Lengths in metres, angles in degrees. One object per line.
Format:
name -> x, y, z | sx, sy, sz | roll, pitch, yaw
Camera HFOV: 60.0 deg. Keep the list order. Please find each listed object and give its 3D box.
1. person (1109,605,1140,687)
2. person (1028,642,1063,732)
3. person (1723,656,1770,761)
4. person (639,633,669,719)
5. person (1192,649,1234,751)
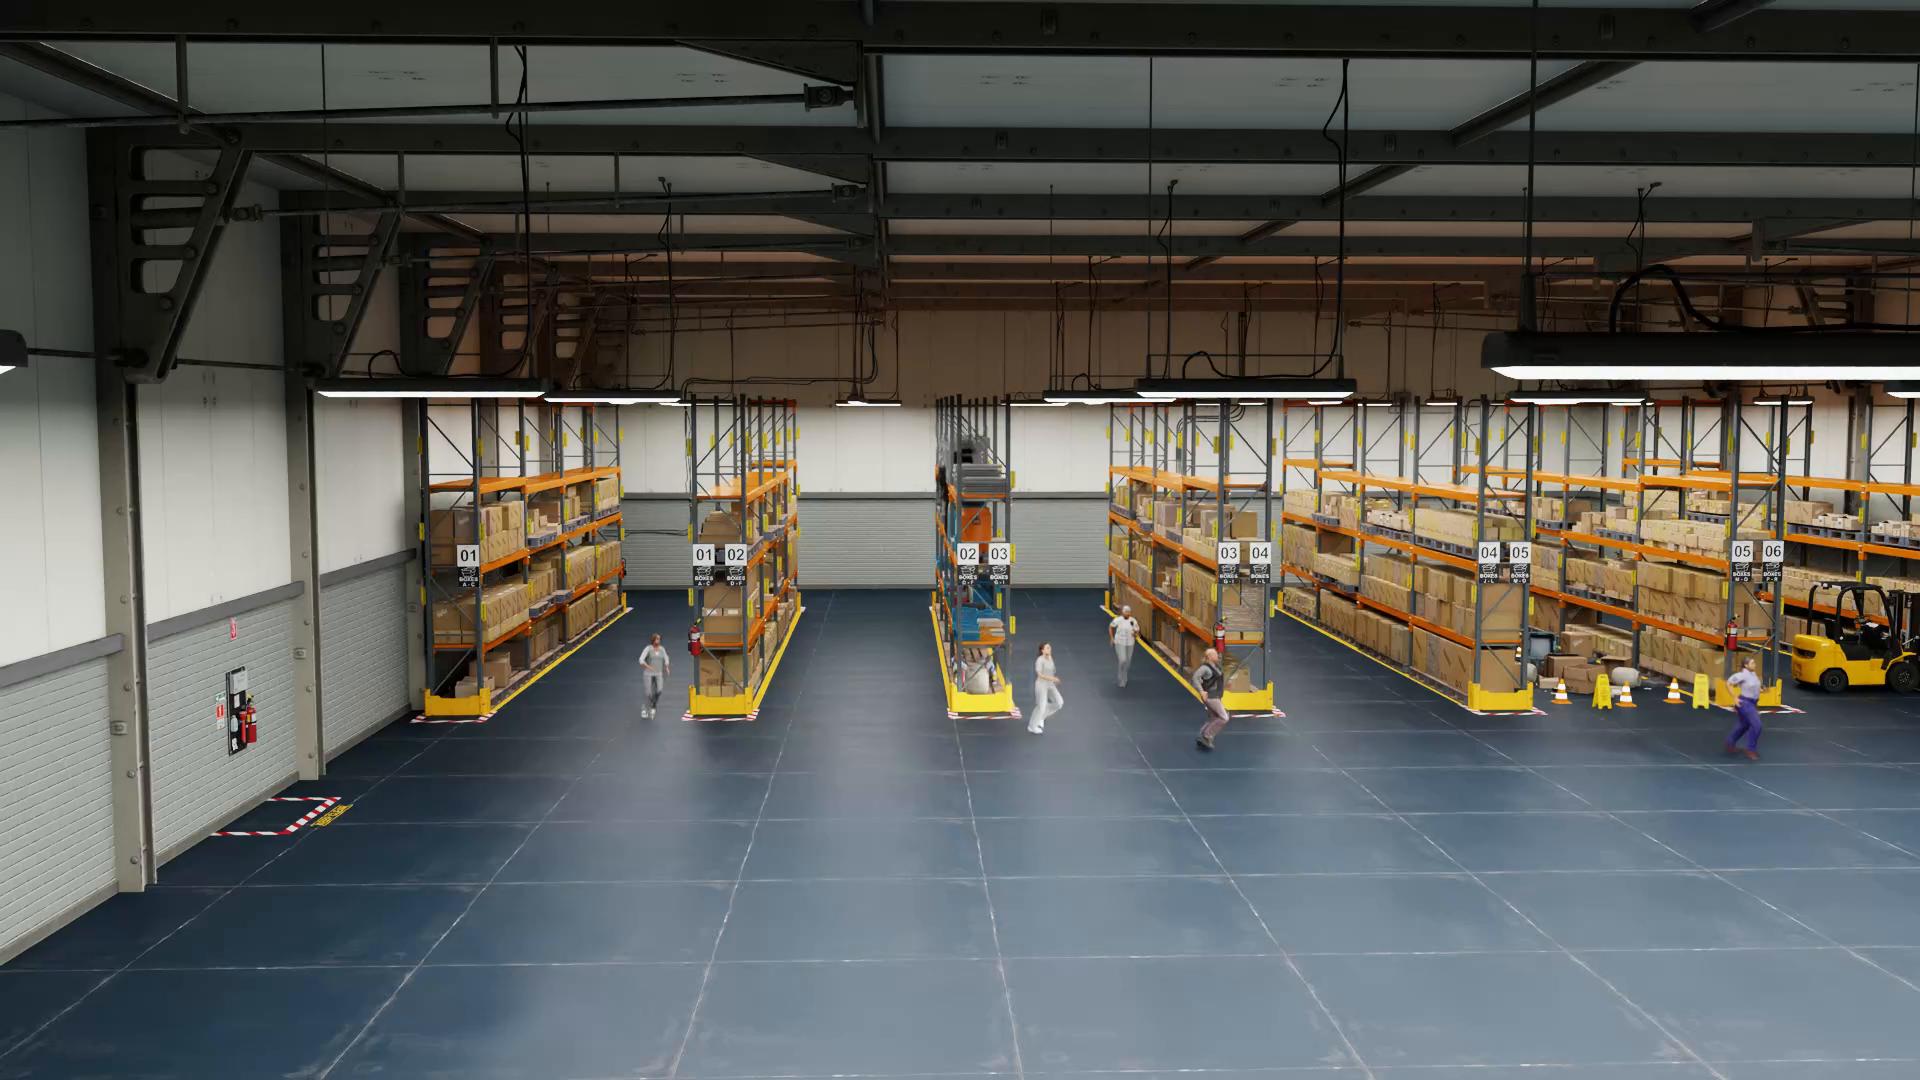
person -> 3.416, 2.198, 34.395 | 0.570, 1.705, 0.783 | -1, 5, -12
person -> 1.533, 2.595, 29.346 | 0.711, 1.621, 0.591 | 4, 6, 39
person -> 12.913, 2.761, 27.313 | 0.737, 1.708, 0.580 | 4, 6, 44
person -> -5.653, 2.512, 30.830 | 0.614, 1.569, 0.564 | -2, 5, -28
person -> 4.262, 2.672, 27.883 | 0.670, 1.700, 0.639 | 2, 5, 28
